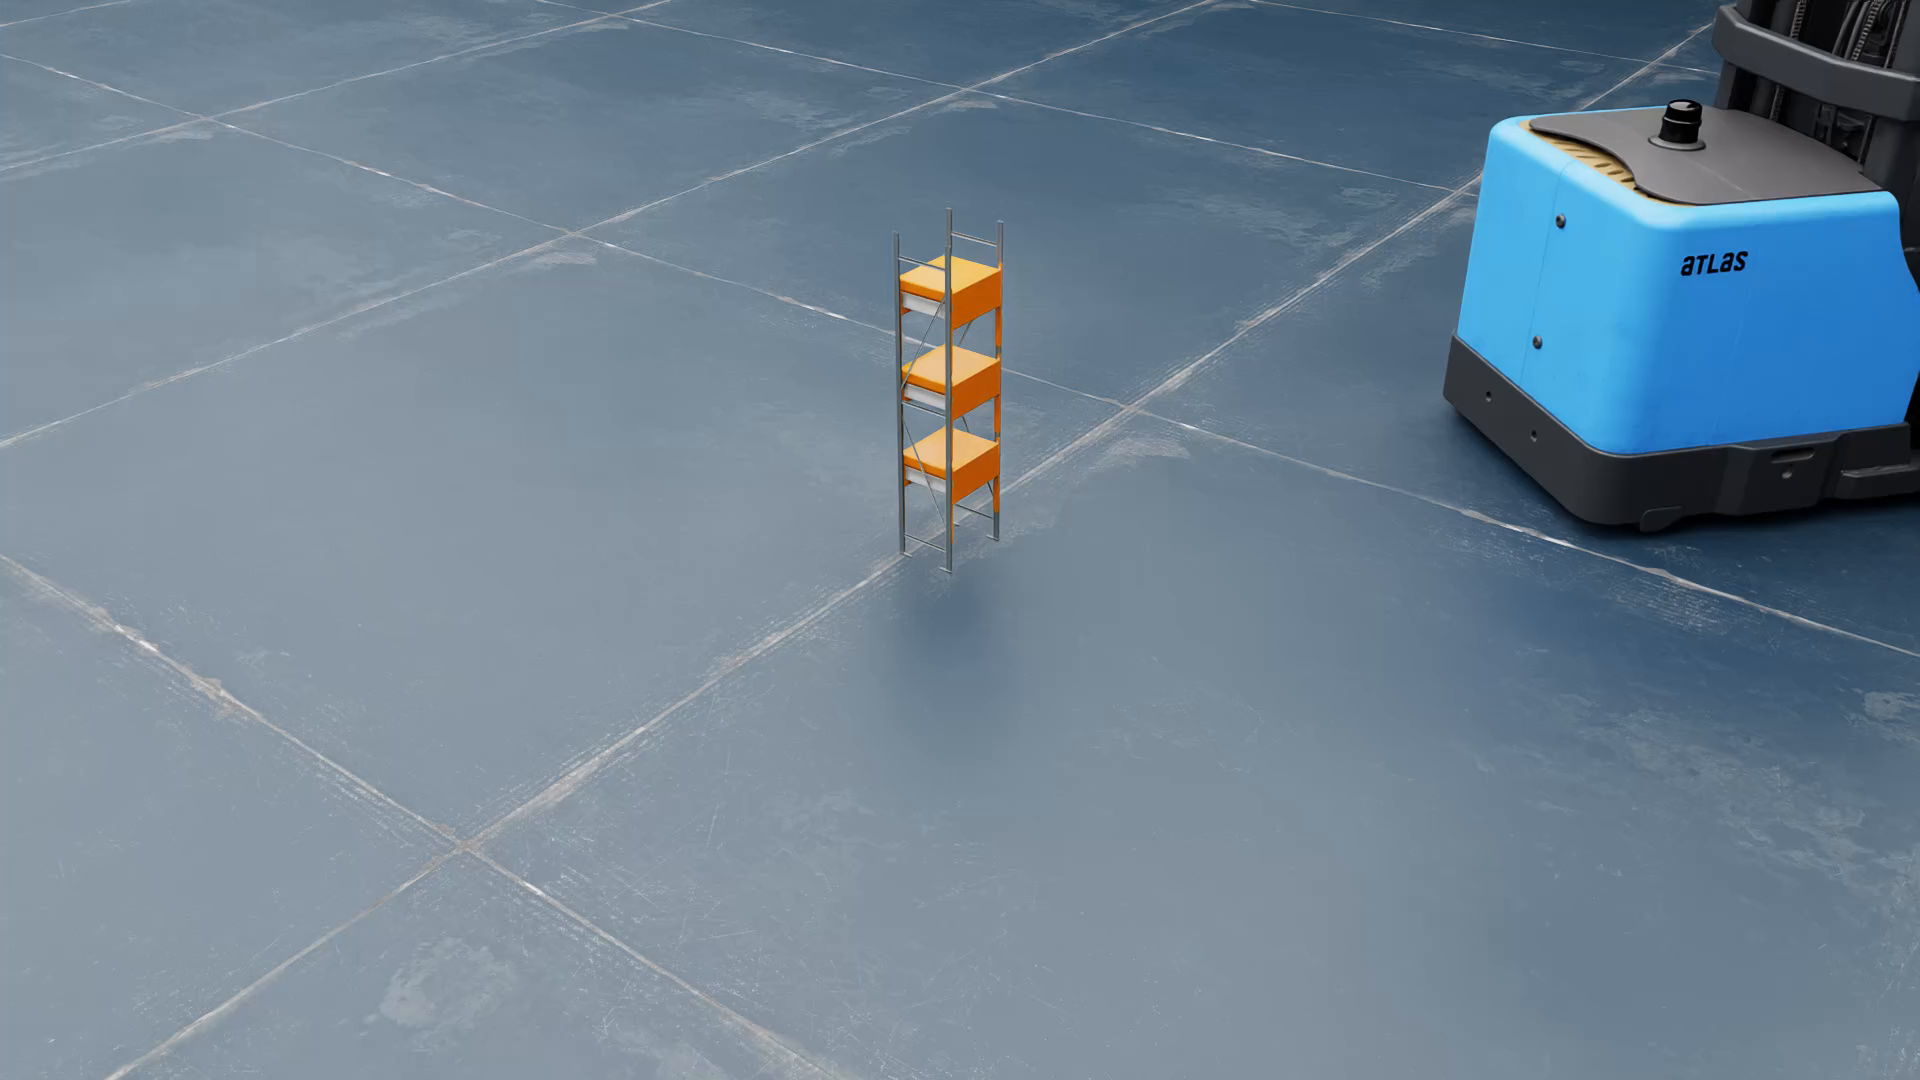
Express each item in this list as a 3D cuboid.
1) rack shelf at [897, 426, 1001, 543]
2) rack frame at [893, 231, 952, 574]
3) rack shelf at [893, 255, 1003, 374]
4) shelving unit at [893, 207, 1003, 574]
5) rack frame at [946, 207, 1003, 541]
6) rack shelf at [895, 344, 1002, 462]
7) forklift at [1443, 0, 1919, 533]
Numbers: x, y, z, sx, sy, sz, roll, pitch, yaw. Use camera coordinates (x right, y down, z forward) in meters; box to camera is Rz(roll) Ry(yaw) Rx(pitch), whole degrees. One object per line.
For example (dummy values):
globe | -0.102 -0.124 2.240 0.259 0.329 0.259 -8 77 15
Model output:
rack shelf | -0.032 -0.182 5.093 0.215 0.259 0.240 21 37 31
rack frame | -0.106 -0.380 4.862 0.200 1.050 0.008 21 37 31
rack shelf | -0.032 -0.665 4.806 0.215 0.259 0.240 21 37 31
shelving unit | -0.032 -0.430 4.946 0.215 1.050 0.252 21 37 31
rack frame | 0.041 -0.479 5.029 0.200 1.050 0.008 21 37 31
rack shelf | -0.032 -0.421 4.951 0.215 0.259 0.240 21 37 31
forklift | 3.310 -1.668 5.190 3.031 2.935 1.130 -7 31 -11
